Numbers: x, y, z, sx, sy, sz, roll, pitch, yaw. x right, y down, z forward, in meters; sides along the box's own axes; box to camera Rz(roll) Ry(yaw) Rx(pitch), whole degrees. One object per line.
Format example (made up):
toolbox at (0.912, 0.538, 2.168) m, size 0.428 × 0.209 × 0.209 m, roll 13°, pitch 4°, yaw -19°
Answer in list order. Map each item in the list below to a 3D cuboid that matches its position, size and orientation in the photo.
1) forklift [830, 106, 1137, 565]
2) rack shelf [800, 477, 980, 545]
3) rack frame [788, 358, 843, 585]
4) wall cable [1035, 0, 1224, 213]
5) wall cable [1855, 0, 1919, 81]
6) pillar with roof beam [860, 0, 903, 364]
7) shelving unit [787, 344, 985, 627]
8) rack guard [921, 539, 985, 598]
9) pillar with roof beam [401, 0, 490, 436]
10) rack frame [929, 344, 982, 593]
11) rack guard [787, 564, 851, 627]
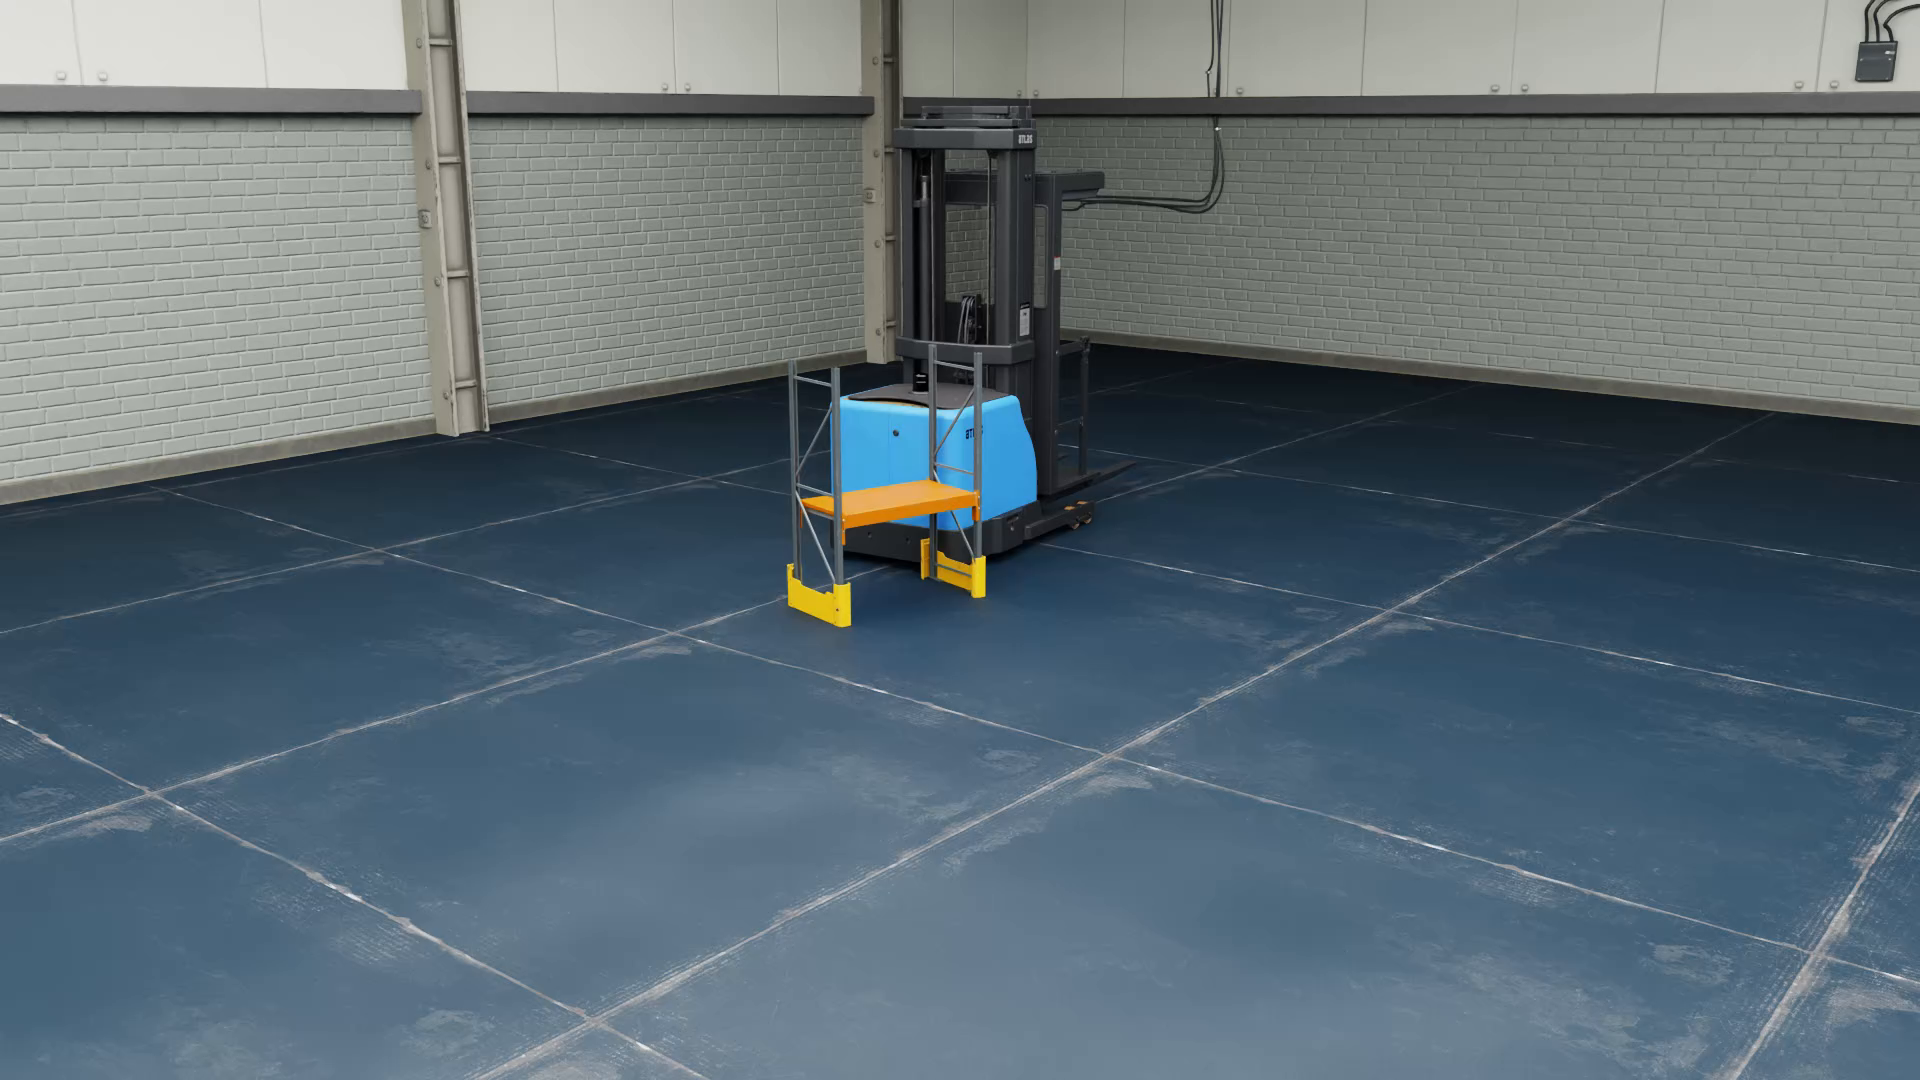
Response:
forklift at (0.326, -1.552, 11.779) m, size 1.130 × 2.935 × 3.031 m, roll 9°, pitch 17°, yaw 30°
rack shelf at (-0.435, -0.184, 10.033) m, size 1.000 × 0.185 × 0.538 m, roll -11°, pitch 18°, yaw -36°
rack frame at (-0.838, -0.282, 9.689) m, size 0.032 × 1.500 × 0.500 m, roll -11°, pitch 18°, yaw -36°
wall cable at (1.974, -5.384, 20.849) m, size 3.097 × 2.526 × 0.112 m, roll 11°, pitch 18°, yaw 38°
wall cable at (9.348, -7.066, 14.253) m, size 2.305 × 6.003 × 0.169 m, roll 11°, pitch 18°, yaw 38°
pillar with roof beam at (2.443, -5.864, 16.428) m, size 9.100 × 9.000 × 0.400 m, roll 11°, pitch 18°, yaw 38°
shelving unit at (-0.442, -0.357, 9.983) m, size 1.083 × 1.500 × 0.587 m, roll -11°, pitch 18°, yaw -36°
rack guard at (-0.047, 0.174, 10.431) m, size 0.087 × 0.250 × 0.587 m, roll -11°, pitch 18°, yaw -36°
pillar with roof beam at (-1.328, -4.715, 11.905) m, size 9.100 × 9.000 × 0.400 m, roll 11°, pitch 18°, yaw 38°
rack frame at (-0.031, -0.435, 10.288) m, size 0.032 × 1.500 × 0.500 m, roll -11°, pitch 18°, yaw -36°
rack guard at (-0.837, 0.323, 9.843) m, size 0.087 × 0.250 × 0.587 m, roll -11°, pitch 18°, yaw -36°
